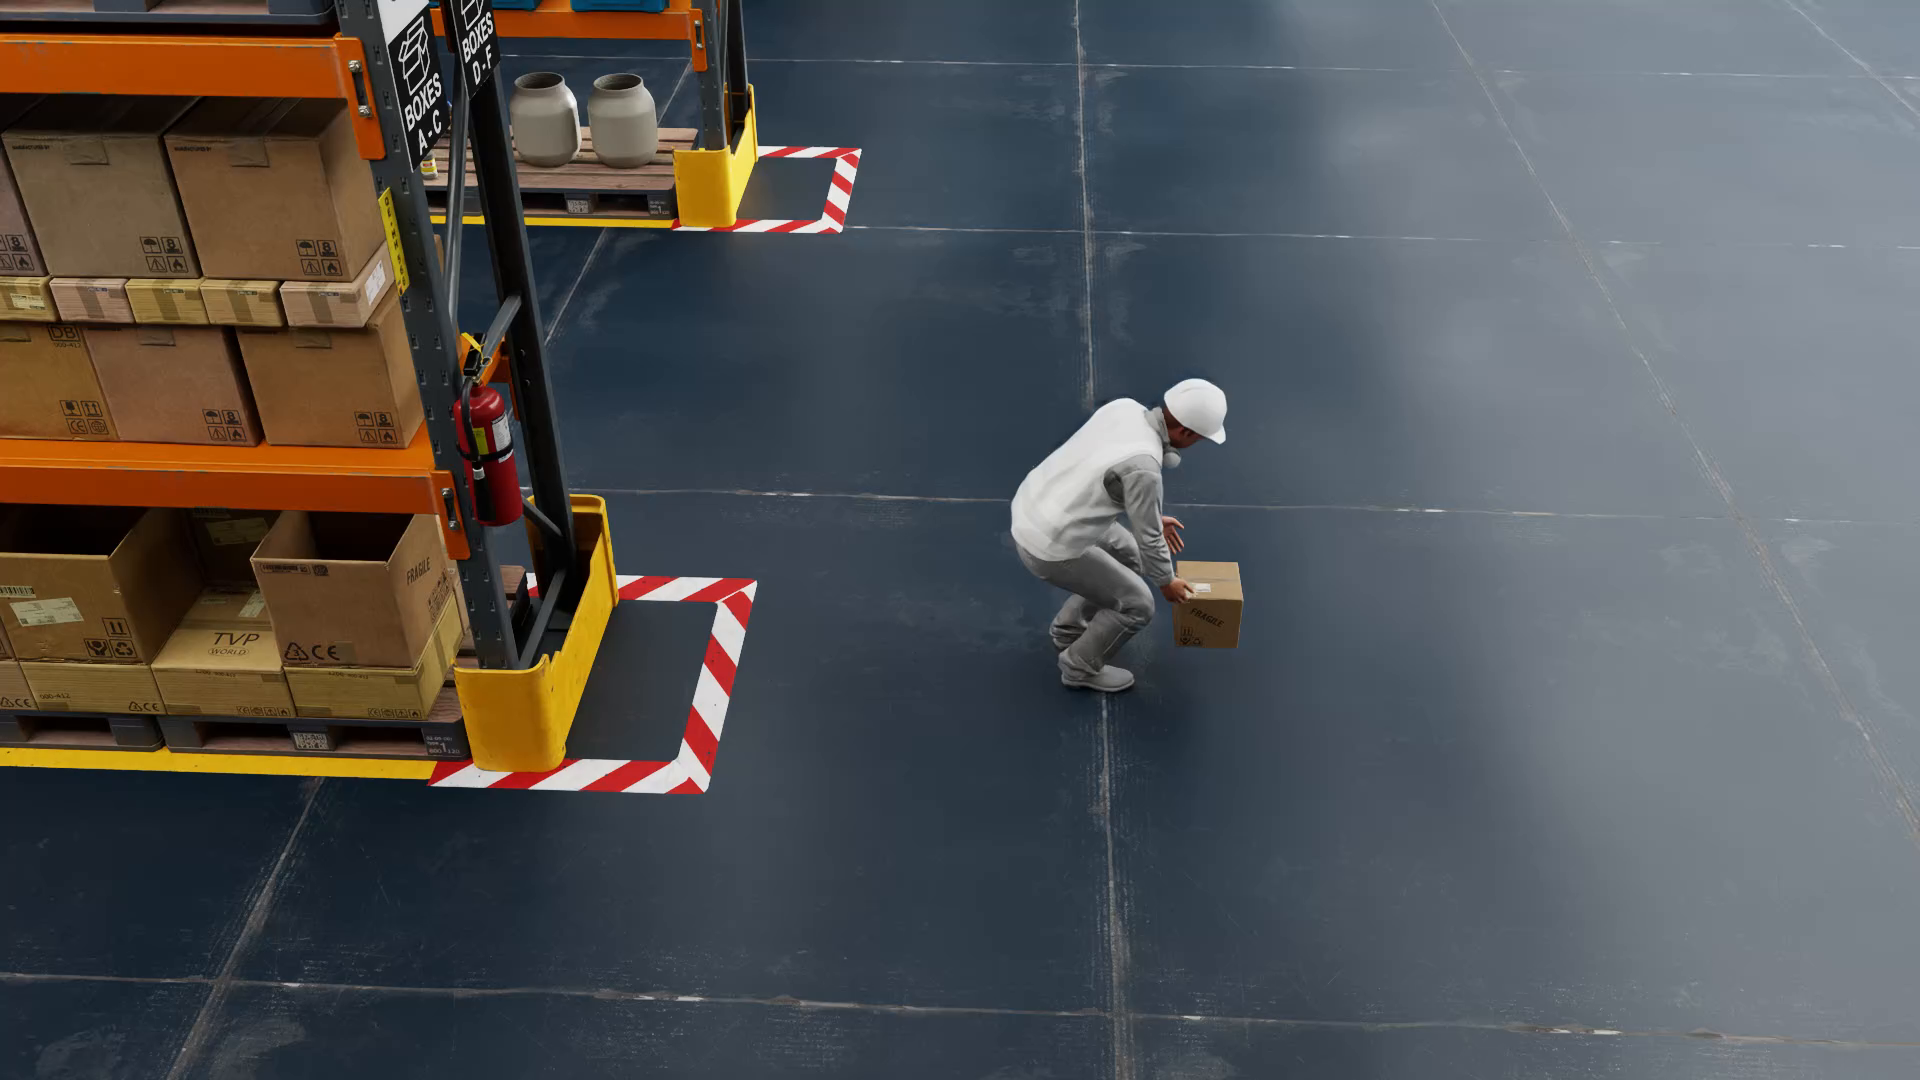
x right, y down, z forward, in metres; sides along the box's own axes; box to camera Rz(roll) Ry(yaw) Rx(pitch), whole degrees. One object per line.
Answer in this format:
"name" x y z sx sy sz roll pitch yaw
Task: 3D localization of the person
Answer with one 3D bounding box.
"person" 0.605 -0.051 6.578 0.810 1.333 0.588 1 35 2
